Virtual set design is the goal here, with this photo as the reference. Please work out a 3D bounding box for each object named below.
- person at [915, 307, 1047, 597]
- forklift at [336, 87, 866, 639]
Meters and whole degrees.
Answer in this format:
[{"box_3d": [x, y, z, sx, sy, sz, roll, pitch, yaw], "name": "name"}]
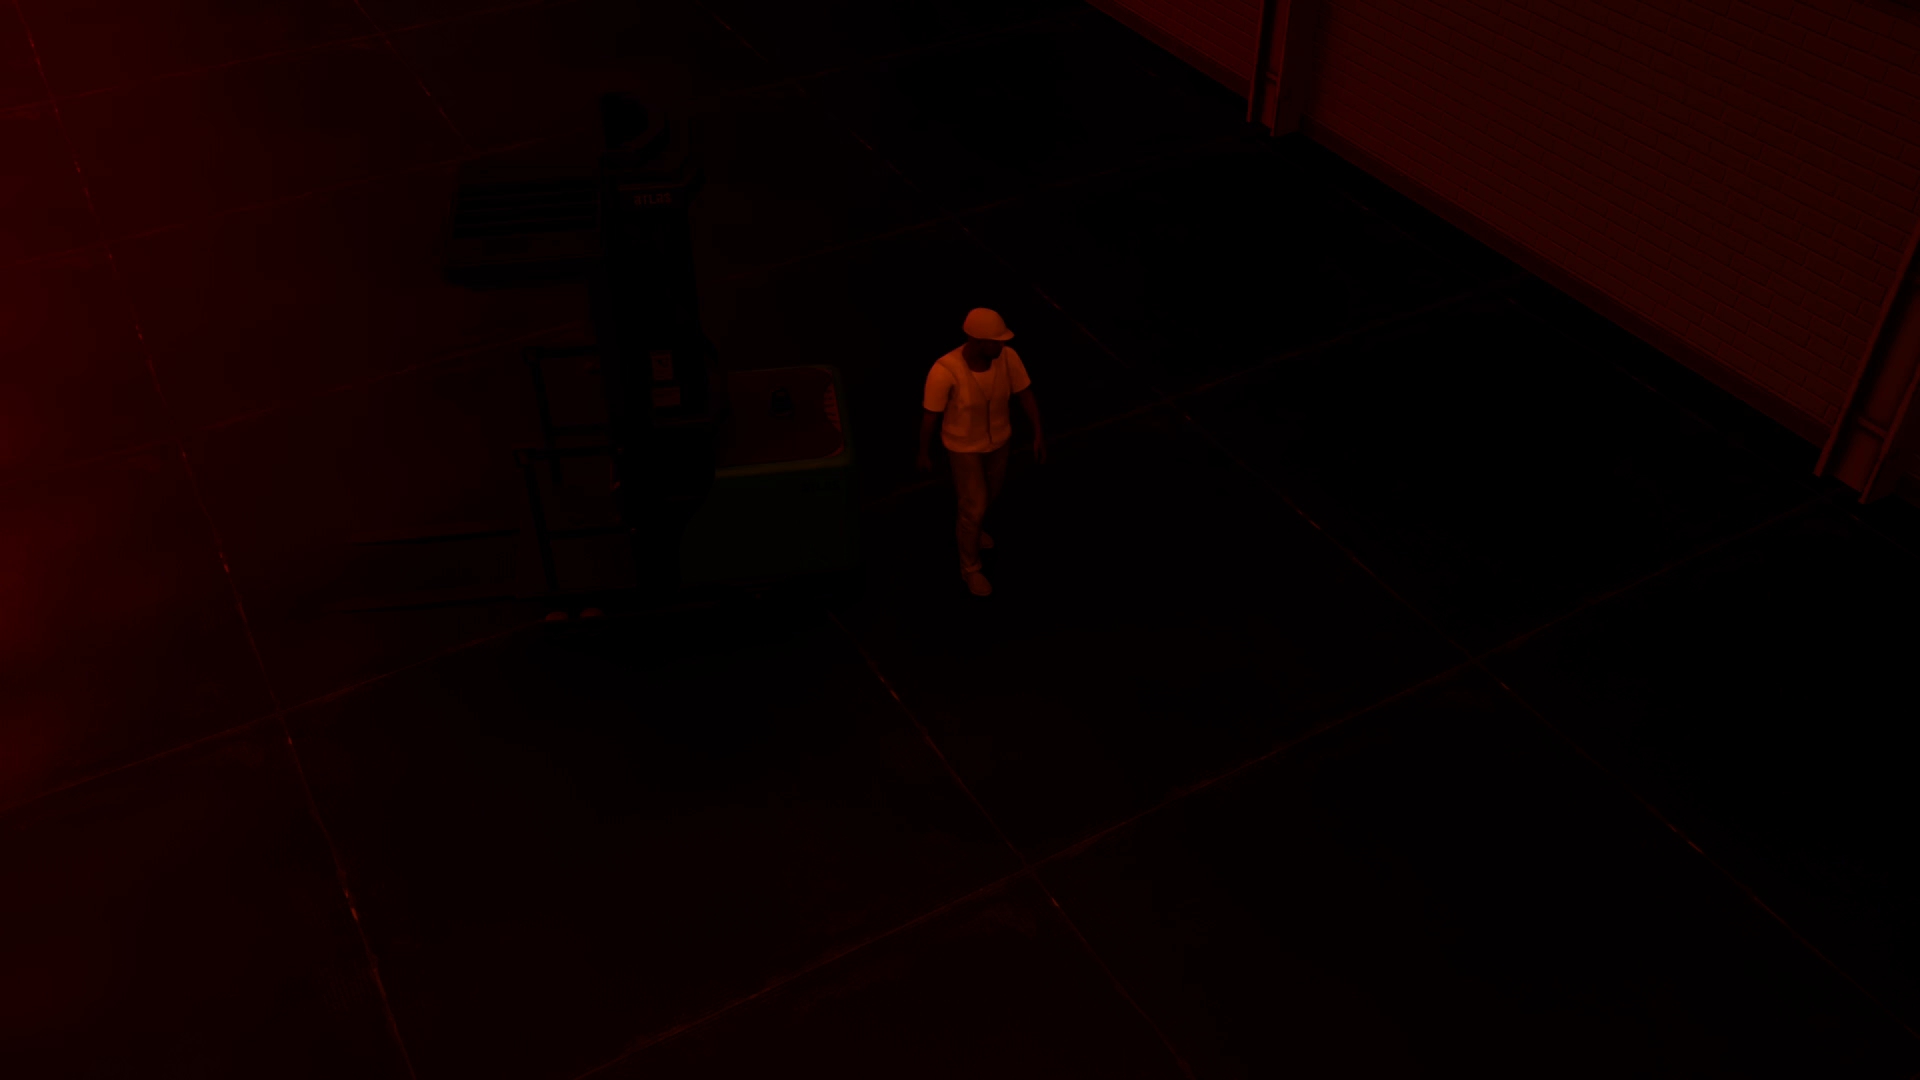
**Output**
[{"box_3d": [0.133, -0.536, 9.633, 0.708, 1.739, 0.686, -24, 45, -26], "name": "person"}, {"box_3d": [-2.123, -0.915, 9.140, 3.031, 2.935, 1.130, -6, 40, -7], "name": "forklift"}]
